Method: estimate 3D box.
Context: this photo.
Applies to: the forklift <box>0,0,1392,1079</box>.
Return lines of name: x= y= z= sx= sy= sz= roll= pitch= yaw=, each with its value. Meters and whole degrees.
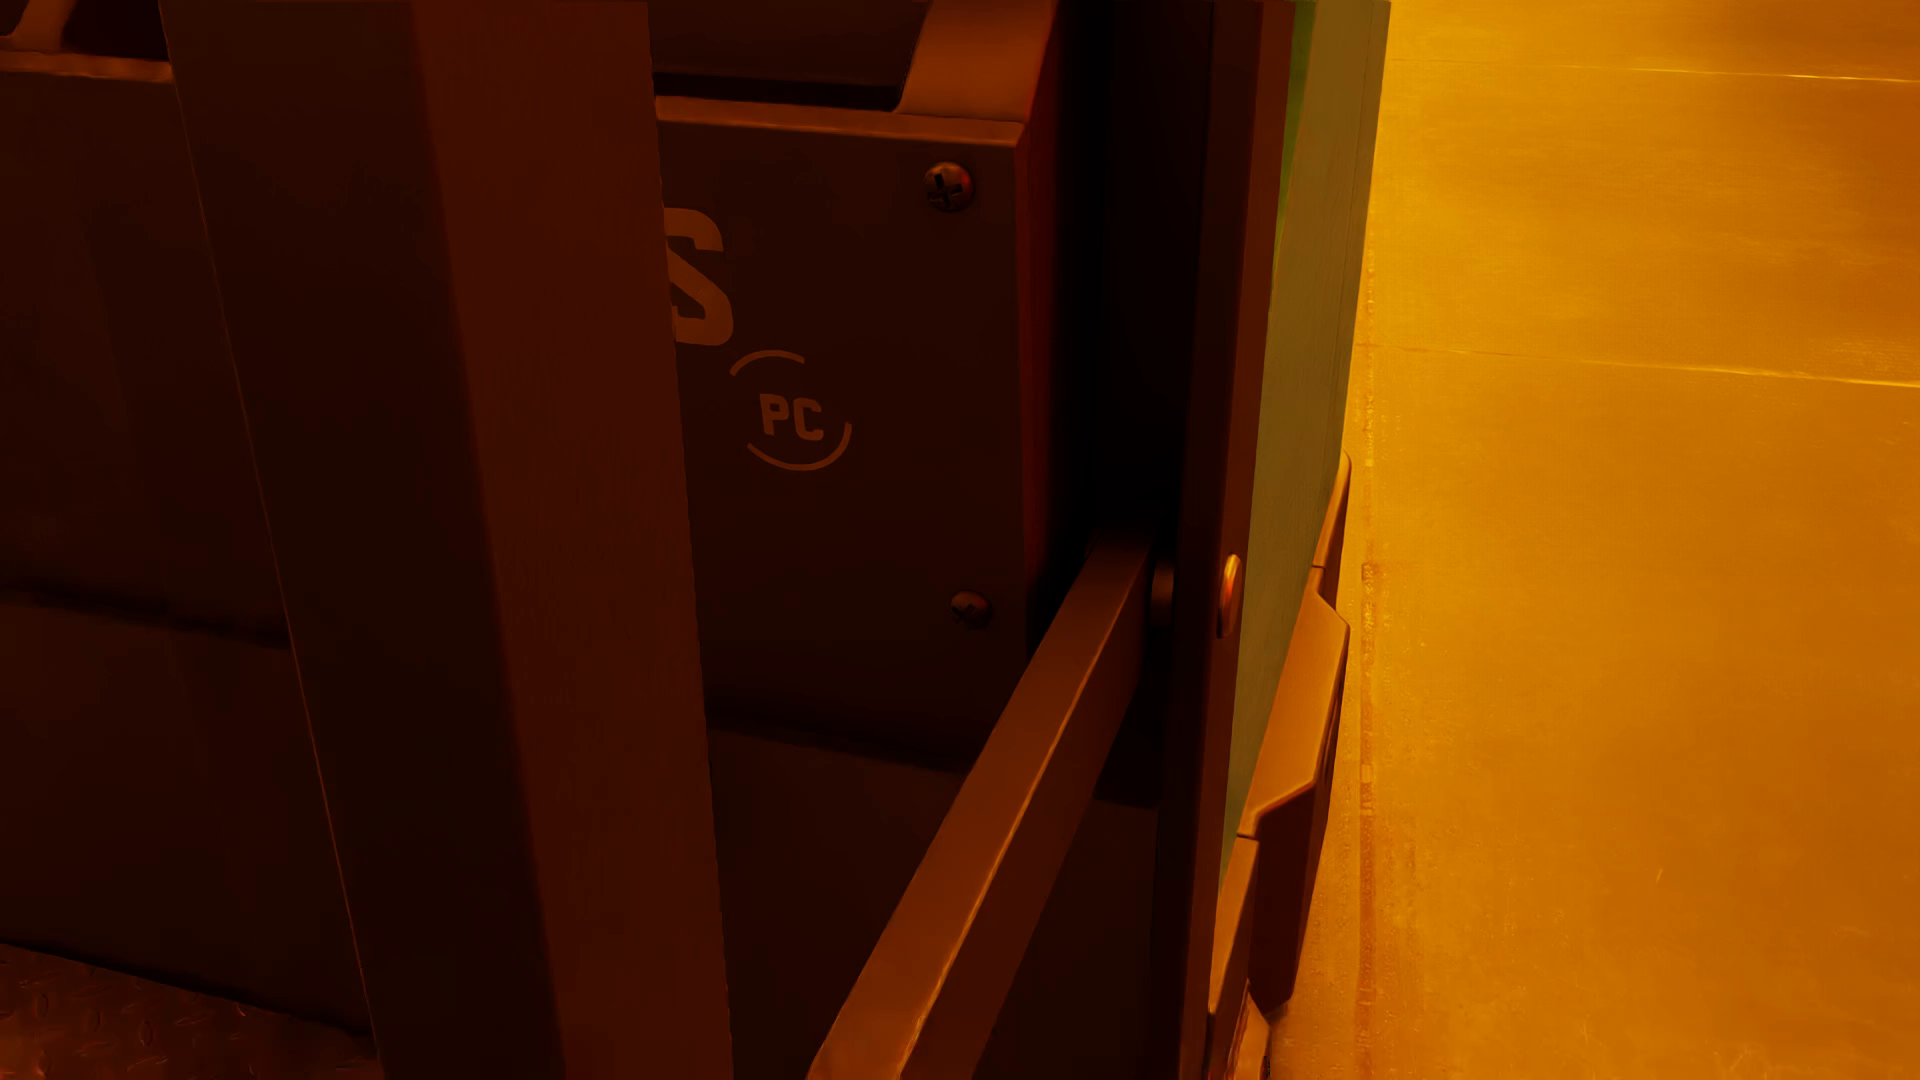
forklift: x=-0.461 y=-0.585 z=0.406 sx=1.130 sy=2.935 sz=3.031 roll=8 pitch=28 yaw=16
